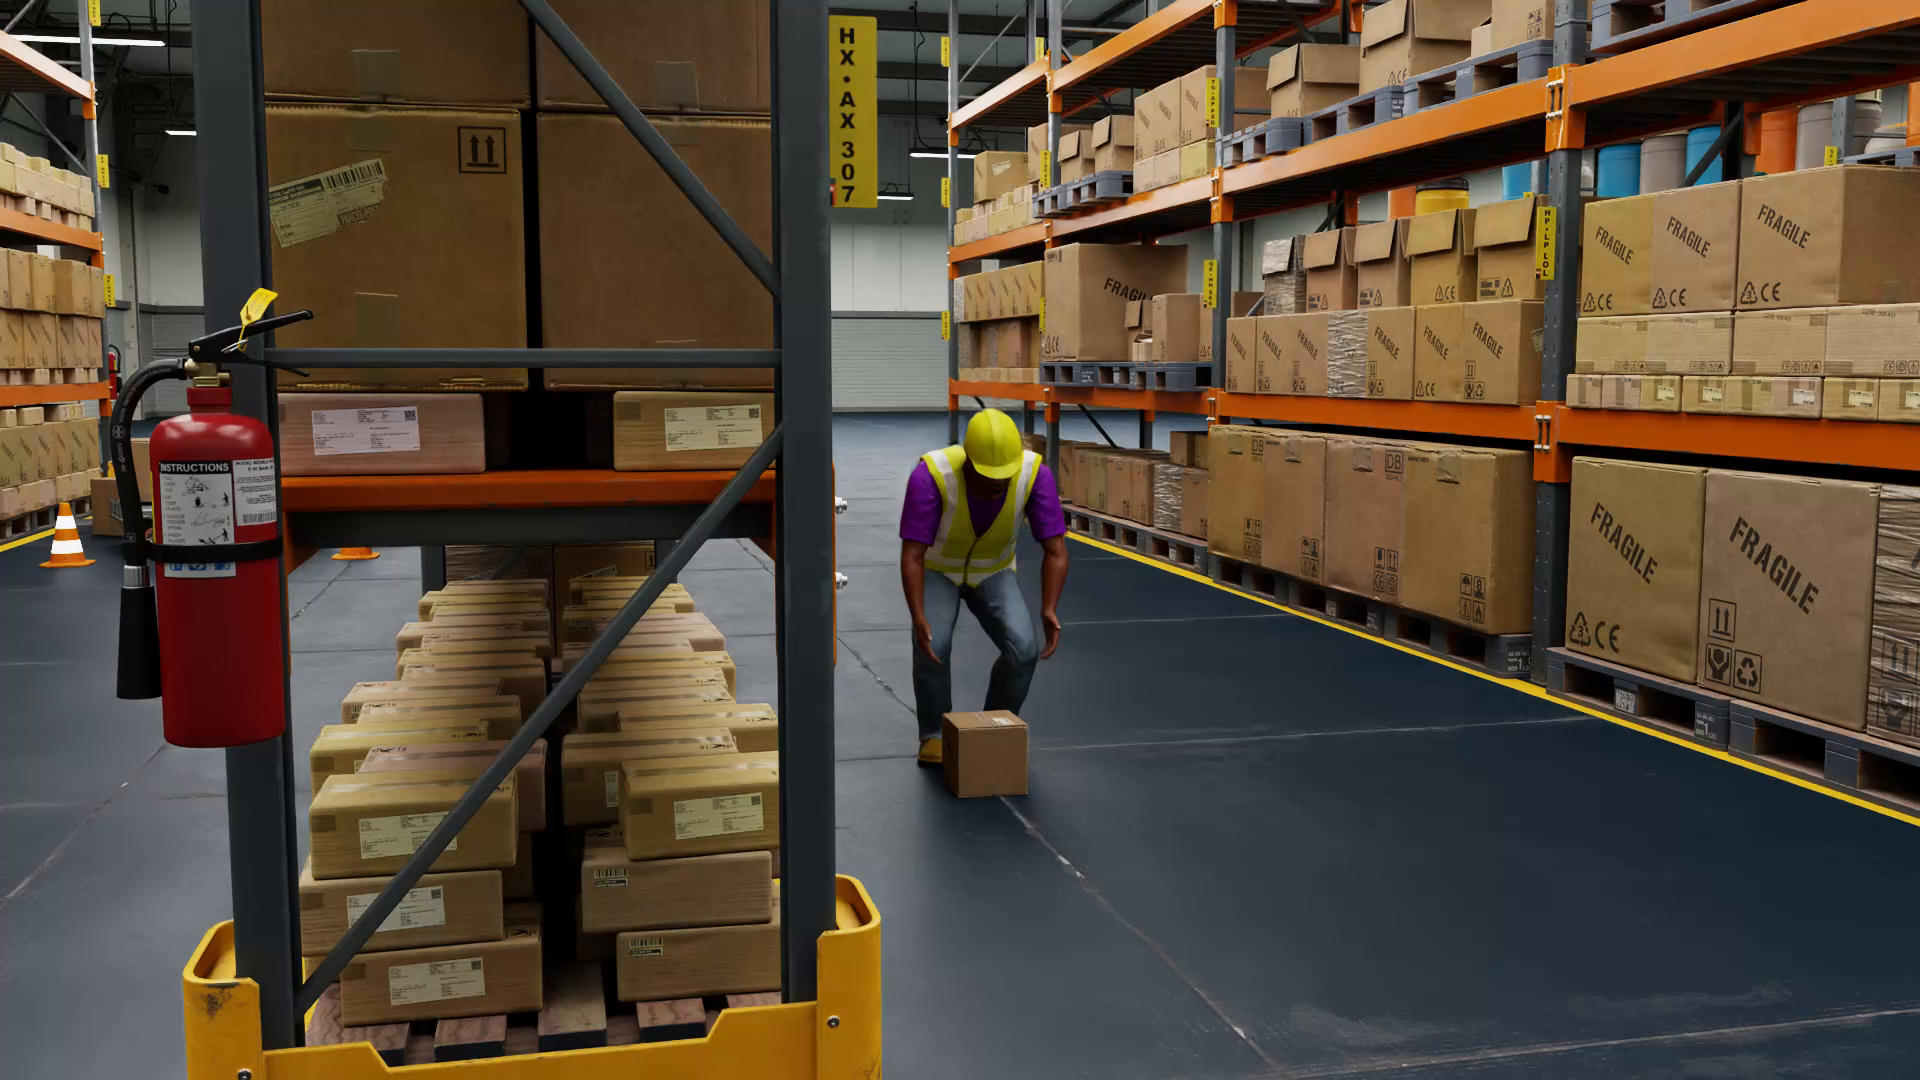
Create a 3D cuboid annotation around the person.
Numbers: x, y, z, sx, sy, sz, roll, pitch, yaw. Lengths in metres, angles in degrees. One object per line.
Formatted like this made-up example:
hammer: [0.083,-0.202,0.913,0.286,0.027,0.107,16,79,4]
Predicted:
person: [0.077,0.171,6.243,0.631,1.343,0.792,-1,6,-7]
